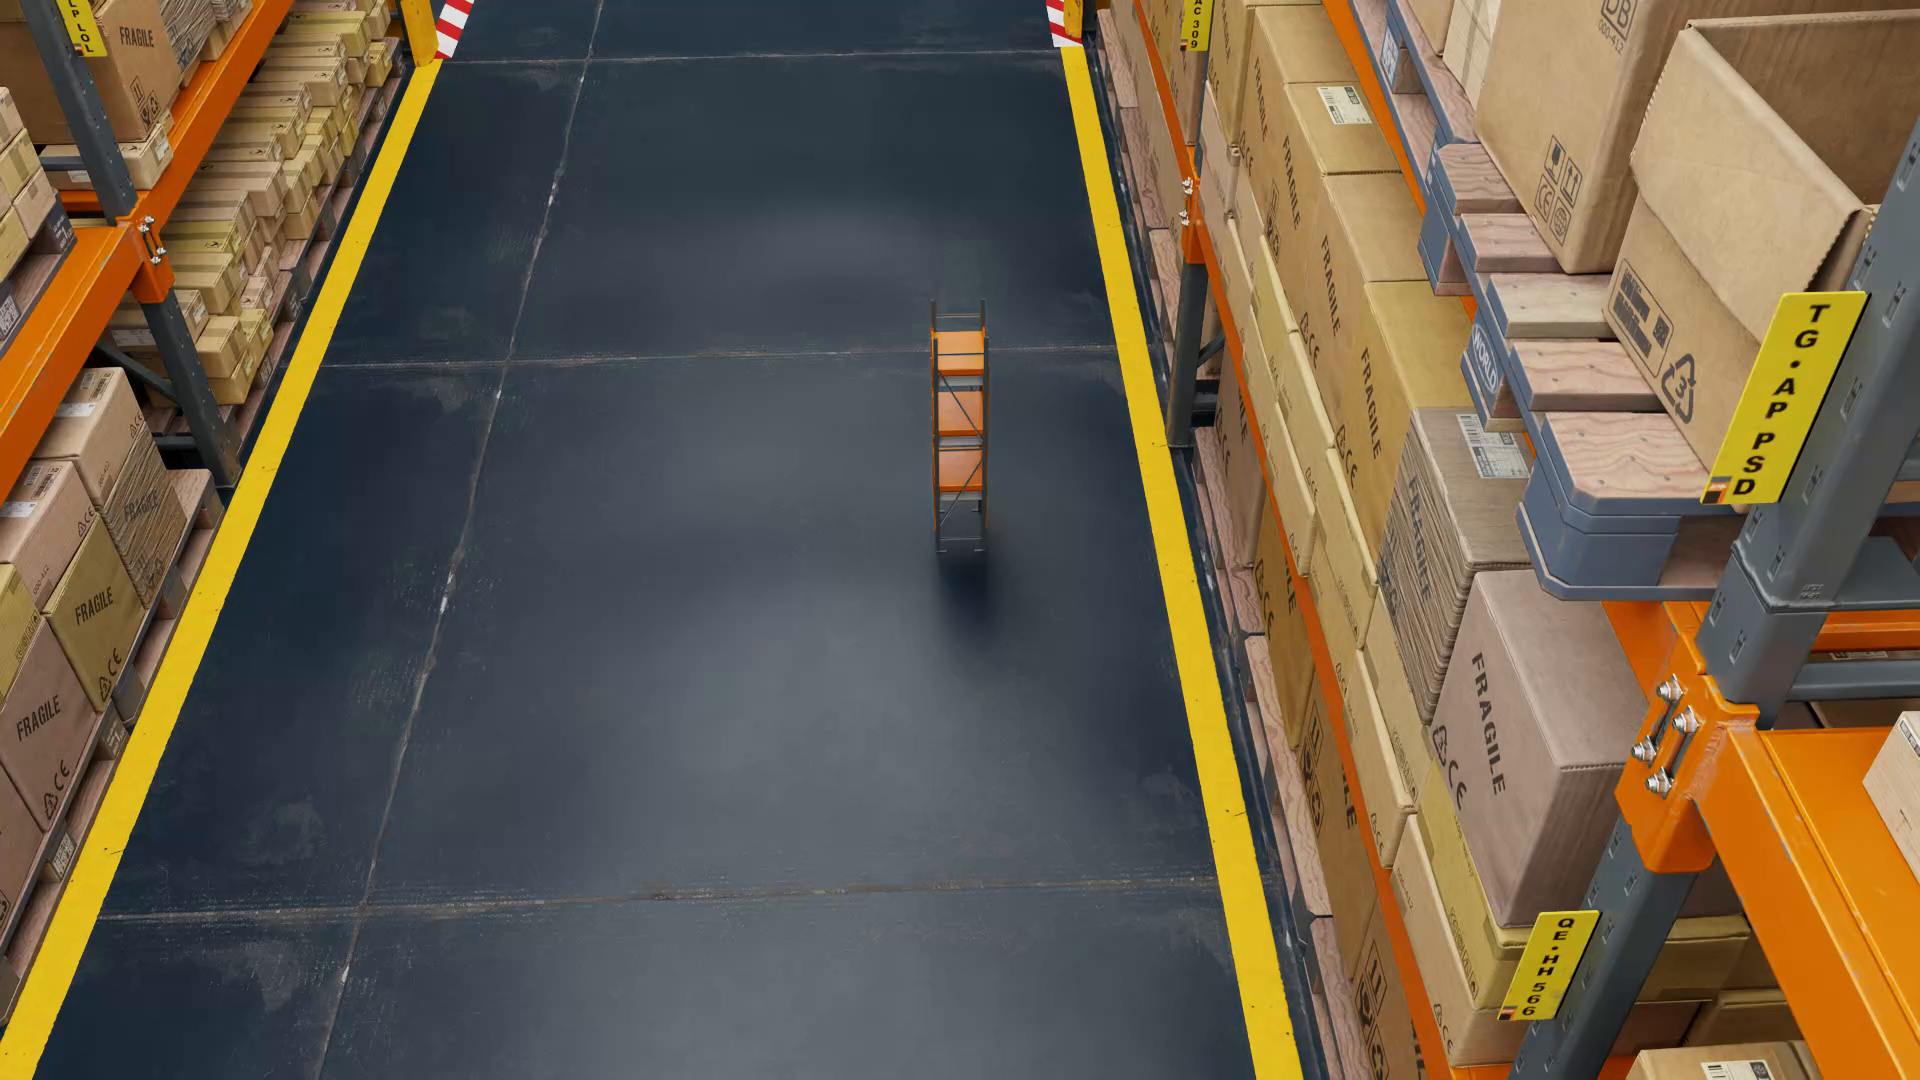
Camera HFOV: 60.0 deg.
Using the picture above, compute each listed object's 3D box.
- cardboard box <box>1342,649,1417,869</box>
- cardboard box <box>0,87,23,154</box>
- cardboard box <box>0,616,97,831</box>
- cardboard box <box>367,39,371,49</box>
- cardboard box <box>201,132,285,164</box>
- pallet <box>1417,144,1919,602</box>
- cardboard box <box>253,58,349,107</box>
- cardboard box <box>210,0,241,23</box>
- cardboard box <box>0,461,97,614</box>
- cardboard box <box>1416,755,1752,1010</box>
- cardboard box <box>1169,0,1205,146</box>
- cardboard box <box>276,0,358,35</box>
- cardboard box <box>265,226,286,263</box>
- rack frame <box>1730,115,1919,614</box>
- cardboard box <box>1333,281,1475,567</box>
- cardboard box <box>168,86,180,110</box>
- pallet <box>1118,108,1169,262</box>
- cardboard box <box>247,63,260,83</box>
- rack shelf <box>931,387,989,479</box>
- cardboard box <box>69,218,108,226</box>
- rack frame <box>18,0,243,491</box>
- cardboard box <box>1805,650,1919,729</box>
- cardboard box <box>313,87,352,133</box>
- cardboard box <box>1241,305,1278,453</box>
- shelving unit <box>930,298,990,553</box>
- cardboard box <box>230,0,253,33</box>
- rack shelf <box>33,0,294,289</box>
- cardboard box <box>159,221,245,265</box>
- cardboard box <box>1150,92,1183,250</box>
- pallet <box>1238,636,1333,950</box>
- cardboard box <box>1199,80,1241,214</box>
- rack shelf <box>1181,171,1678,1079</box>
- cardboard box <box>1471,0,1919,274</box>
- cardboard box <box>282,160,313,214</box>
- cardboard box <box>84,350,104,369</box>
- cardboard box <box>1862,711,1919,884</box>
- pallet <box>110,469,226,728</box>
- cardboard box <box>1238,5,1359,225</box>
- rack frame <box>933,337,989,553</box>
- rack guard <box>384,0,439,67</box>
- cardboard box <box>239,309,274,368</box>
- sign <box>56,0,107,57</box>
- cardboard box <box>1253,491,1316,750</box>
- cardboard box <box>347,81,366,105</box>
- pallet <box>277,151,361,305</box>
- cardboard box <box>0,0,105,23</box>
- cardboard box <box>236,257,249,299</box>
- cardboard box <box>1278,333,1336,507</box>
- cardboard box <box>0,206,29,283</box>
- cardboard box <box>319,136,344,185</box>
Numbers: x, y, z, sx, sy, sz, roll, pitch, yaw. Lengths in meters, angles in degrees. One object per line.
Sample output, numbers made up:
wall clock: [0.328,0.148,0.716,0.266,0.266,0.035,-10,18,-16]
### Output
cardboard box: [1.248,0.523,4.070,0.500,0.250,0.500,-1,43,-1]
cardboard box: [-3.333,-1.360,5.448,0.380,0.149,0.250,0,43,0]
cardboard box: [-3.223,0.608,5.406,0.500,0.500,0.500,-3,43,-3]
cardboard box: [-3.450,-2.731,9.089,0.380,0.149,0.250,-3,43,-3]
cardboard box: [-3.422,-1.793,7.845,0.380,0.149,0.250,-3,43,-4]
pallet: [1.486,-0.323,2.802,1.213,0.211,1.003,0,43,0]
cardboard box: [-3.333,-2.318,8.418,0.380,0.149,0.250,0,43,0]
cardboard box: [-3.328,-2.507,6.971,0.500,0.500,0.500,-2,43,-3]
cardboard box: [-3.252,-0.010,5.526,0.500,0.250,0.500,0,43,0]
cardboard box: [1.292,0.698,3.510,0.500,0.250,0.500,-2,43,-2]
cardboard box: [1.121,-1.897,6.525,0.500,0.500,0.500,-1,43,-1]
cardboard box: [-3.486,-2.846,8.994,0.380,0.149,0.250,-1,43,-1]
cardboard box: [-3.420,-1.399,7.855,0.380,0.149,0.250,-3,43,-4]
rack frame: [1.566,-1.065,1.252,1.000,3.000,0.127,-2,43,-2]
cardboard box: [1.238,-0.282,4.024,0.500,0.500,0.500,-2,43,-2]
cardboard box: [-3.379,-1.802,6.682,0.380,0.149,0.250,-3,43,-4]
pallet: [1.387,-1.867,8.631,1.003,0.211,1.213,-2,43,-2]
cardboard box: [-3.895,-2.547,8.888,0.380,0.149,0.250,-1,43,-1]
rack shelf: [-0.002,-0.415,6.442,0.215,0.259,0.240,-2,43,-2]
cardboard box: [-3.821,-1.416,7.434,0.380,0.149,0.250,0,43,0]
rack frame: [-3.545,-1.344,5.996,1.000,3.000,0.127,-2,43,-2]
cardboard box: [1.790,0.401,3.279,0.500,0.500,0.500,-3,43,-3]
cardboard box: [-3.349,-2.209,8.519,0.380,0.149,0.250,-1,43,-1]
cardboard box: [1.181,-0.498,5.185,0.500,0.250,0.500,-2,43,-2]
shelving unit: [-0.002,-0.423,6.435,0.215,1.050,0.252,-2,43,-2]
cardboard box: [-3.335,-2.339,7.268,0.380,0.149,0.250,0,43,0]
rack shelf: [-3.630,-2.429,7.712,1.077,0.370,4.000,-2,43,-2]
cardboard box: [-3.365,-1.262,7.266,0.380,0.149,0.250,-2,43,-2]
cardboard box: [1.438,-1.795,8.074,0.875,0.438,0.875,-3,43,-3]
pallet: [1.559,0.818,5.701,1.003,0.211,1.213,-2,43,-2]
cardboard box: [1.133,-1.378,5.774,0.500,0.250,0.500,-3,43,-3]
rack shelf: [1.481,0.061,4.995,1.077,0.370,4.000,-2,43,-2]
cardboard box: [1.334,-0.814,2.813,0.700,0.500,0.500,-4,43,-4]
cardboard box: [-3.332,-1.684,7.946,0.380,0.149,0.250,-2,43,-2]
cardboard box: [-3.902,-0.702,7.096,0.380,0.149,0.250,-1,43,-1]
cardboard box: [1.410,0.351,2.113,0.380,0.149,0.250,-2,43,-2]
pallet: [-3.510,0.210,6.365,1.003,0.211,1.213,-2,43,-2]
cardboard box: [1.177,-1.311,5.147,0.500,0.500,0.500,-2,43,-2]
rack frame: [0.003,-0.341,6.345,0.200,1.050,0.008,-2,43,-2]
rack guard: [-3.712,-3.071,9.731,1.175,0.500,0.348,-2,43,-2]
cardboard box: [-3.251,-0.882,7.292,0.380,0.149,0.250,0,43,-1]
sign: [-2.991,-1.789,5.625,0.100,0.325,0.005,-2,43,-2]
cardboard box: [1.549,0.100,5.682,0.875,0.875,0.875,-1,43,-1]
cardboard box: [-3.447,-2.447,8.999,0.380,0.149,0.250,-2,43,-2]
pallet: [-3.664,-1.594,8.332,1.003,0.211,1.213,-2,43,-2]
cardboard box: [-3.321,-2.170,5.864,0.500,0.500,0.500,-1,43,-1]
cardboard box: [-3.387,-1.143,7.356,0.380,0.149,0.250,-2,43,-2]
cardboard box: [1.202,-0.344,4.646,0.500,0.250,0.500,-3,43,-3]
cardboard box: [-3.319,-0.968,5.461,0.380,0.149,0.250,-1,43,-2]
cardboard box: [-3.358,-1.925,8.429,0.380,0.149,0.250,-1,43,-1]
